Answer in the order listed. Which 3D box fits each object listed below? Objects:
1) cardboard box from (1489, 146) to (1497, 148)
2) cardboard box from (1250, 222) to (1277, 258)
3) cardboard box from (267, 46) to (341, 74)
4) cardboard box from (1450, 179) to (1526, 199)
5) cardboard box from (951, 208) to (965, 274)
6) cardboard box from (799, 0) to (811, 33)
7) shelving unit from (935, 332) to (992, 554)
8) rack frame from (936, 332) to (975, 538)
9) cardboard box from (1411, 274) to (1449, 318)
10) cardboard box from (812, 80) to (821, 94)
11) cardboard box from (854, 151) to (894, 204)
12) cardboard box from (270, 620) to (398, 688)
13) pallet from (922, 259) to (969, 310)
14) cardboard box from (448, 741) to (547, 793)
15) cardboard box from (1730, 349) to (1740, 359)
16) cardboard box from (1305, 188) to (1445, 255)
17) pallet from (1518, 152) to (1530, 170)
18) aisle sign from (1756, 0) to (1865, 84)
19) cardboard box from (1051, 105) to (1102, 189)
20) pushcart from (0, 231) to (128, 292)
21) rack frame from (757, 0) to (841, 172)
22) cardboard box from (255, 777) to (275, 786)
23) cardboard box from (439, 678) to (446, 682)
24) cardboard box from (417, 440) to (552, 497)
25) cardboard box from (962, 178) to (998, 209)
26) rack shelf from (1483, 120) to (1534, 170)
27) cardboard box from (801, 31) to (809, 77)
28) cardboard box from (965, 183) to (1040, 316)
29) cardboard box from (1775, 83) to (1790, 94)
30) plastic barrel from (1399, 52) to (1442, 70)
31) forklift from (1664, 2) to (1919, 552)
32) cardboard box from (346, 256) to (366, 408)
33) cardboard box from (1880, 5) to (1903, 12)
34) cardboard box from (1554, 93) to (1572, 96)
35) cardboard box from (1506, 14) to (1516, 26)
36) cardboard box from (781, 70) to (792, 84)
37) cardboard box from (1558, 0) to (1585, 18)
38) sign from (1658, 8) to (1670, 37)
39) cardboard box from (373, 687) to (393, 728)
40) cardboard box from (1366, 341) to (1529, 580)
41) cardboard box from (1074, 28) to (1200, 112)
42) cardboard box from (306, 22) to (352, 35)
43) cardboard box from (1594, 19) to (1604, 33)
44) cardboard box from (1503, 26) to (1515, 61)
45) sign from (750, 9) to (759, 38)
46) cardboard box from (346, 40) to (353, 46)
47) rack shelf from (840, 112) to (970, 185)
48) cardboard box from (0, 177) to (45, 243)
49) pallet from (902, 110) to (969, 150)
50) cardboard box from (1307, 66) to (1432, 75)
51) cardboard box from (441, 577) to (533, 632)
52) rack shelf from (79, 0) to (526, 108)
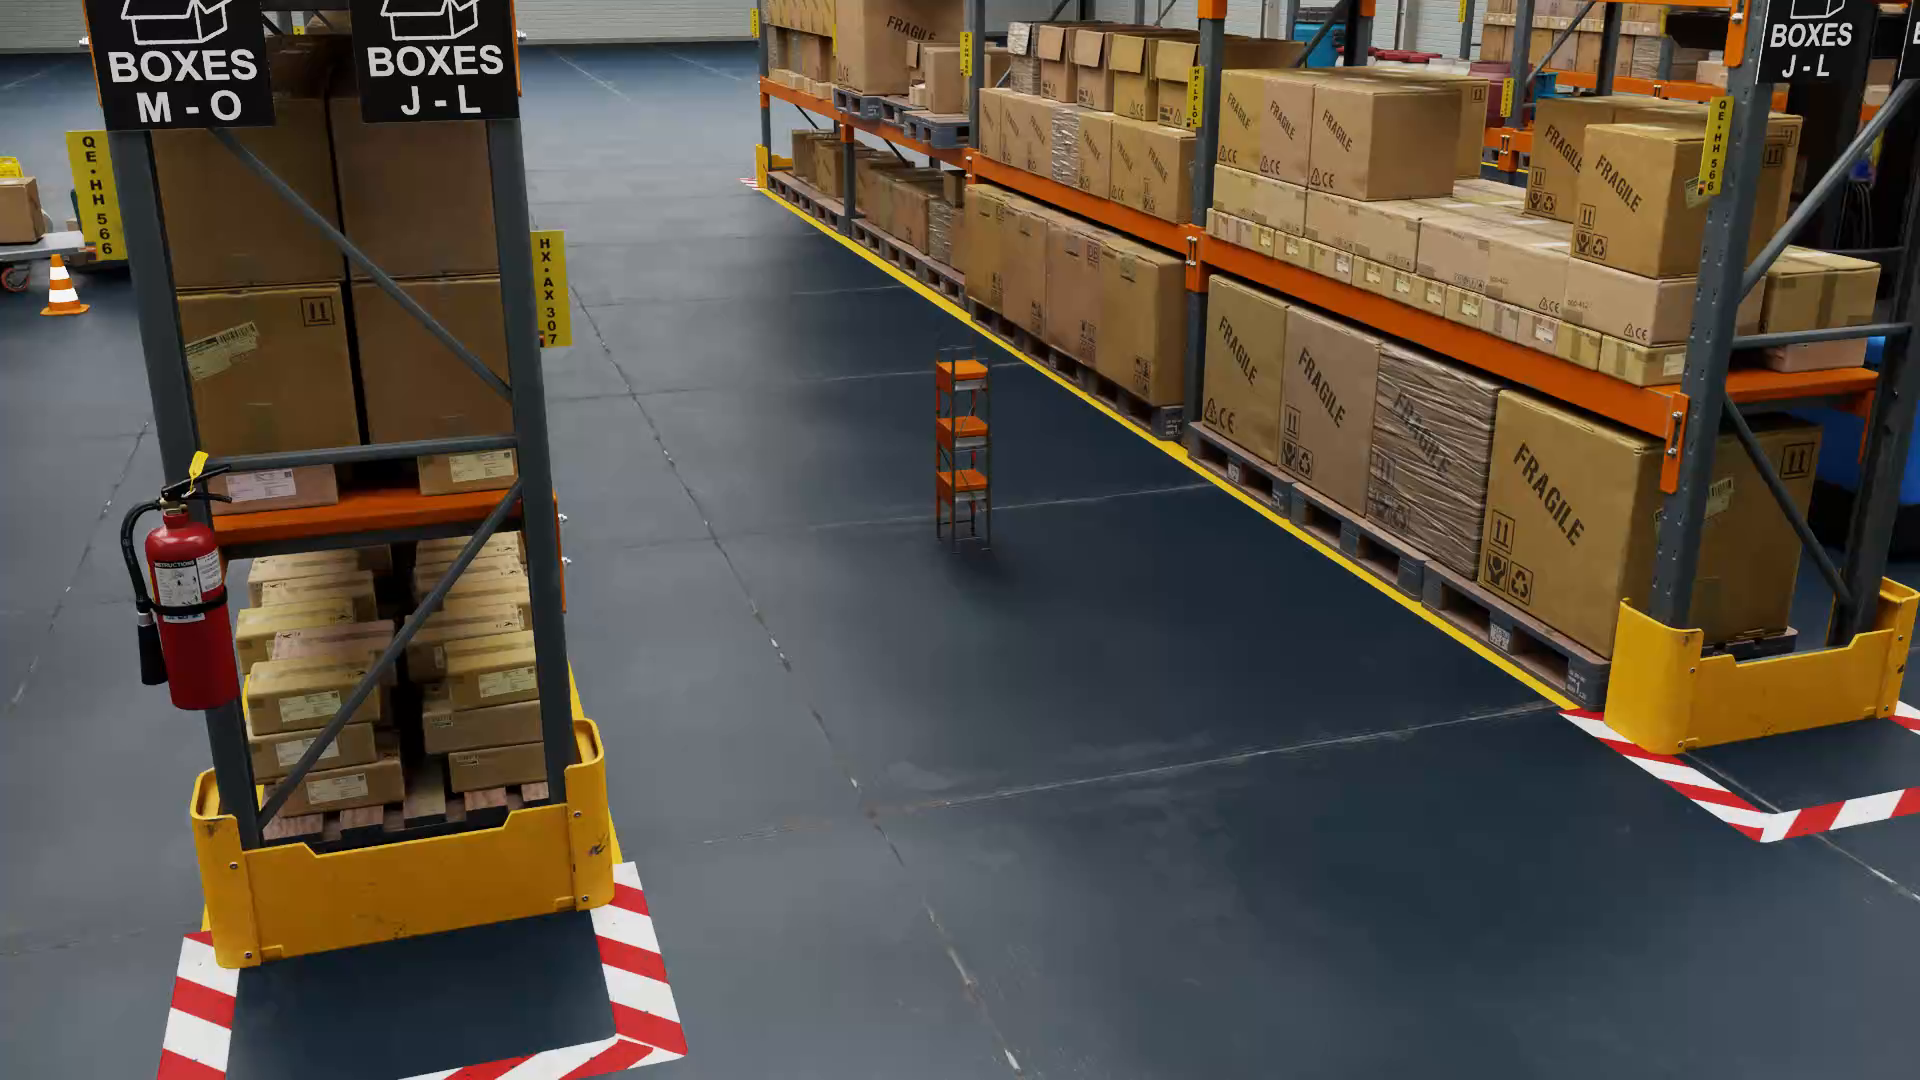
[{"bbox_3d":[7.573,-5.463,22.634,0.500,0.250,0.500,-6,21,-17],"label":"cardboard box"},{"bbox_3d":[1.764,-1.596,8.793,0.380,0.149,0.250,-6,21,-15],"label":"cardboard box"},{"bbox_3d":[-2.703,-1.675,6.577,0.500,0.500,0.500,-6,21,-16],"label":"cardboard box"},{"bbox_3d":[2.534,-1.639,8.323,0.500,0.250,0.500,-6,21,-16],"label":"cardboard box"},{"bbox_3d":[0.334,-2.540,14.097,0.700,0.500,0.500,-8,21,-20],"label":"cardboard box"},{"bbox_3d":[-1.411,-5.674,17.708,0.500,0.500,0.500,-6,21,-17],"label":"cardboard box"},{"bbox_3d":[0.017,-0.477,8.191,0.215,1.050,0.252,-6,21,-17],"label":"shelving unit"},{"bbox_3d":[-0.022,-0.516,8.300,0.200,1.050,0.008,-6,21,-17],"label":"rack frame"},{"bbox_3d":[2.249,-1.101,7.416,0.380,0.149,0.250,-6,21,-17],"label":"cardboard box"},{"bbox_3d":[-1.386,-4.906,18.009,0.380,0.149,0.250,-6,21,-17],"label":"cardboard box"},{"bbox_3d":[-0.969,-3.917,17.961,0.500,0.500,0.500,0,20,0],"label":"cardboard box"},{"bbox_3d":[-2.094,0.400,5.582,0.380,0.149,0.250,-6,21,-16],"label":"cardboard box"},{"bbox_3d":[0.319,-2.235,14.327,1.003,0.211,1.213,-6,21,-17],"label":"pallet"},{"bbox_3d":[-1.523,0.707,5.606,0.380,0.149,0.250,-6,21,-16],"label":"cardboard box"},{"bbox_3d":[3.198,-0.842,6.695,0.380,0.149,0.250,-7,21,-18],"label":"cardboard box"},{"bbox_3d":[2.040,-1.578,8.154,0.500,0.250,0.500,-6,21,-16],"label":"cardboard box"},{"bbox_3d":[8.114,-4.971,21.944,1.003,0.211,1.213,-6,21,-17],"label":"pallet"},{"bbox_3d":[2.816,-1.898,5.417,0.394,0.787,0.004,-6,21,-17],"label":"aisle sign"},{"bbox_3d":[0.942,-2.669,11.261,0.500,0.500,0.500,-6,21,-17],"label":"cardboard box"},{"bbox_3d":[-7.953,-2.551,14.961,1.648,0.377,0.936,-15,25,-36],"label":"pushcart"},{"bbox_3d":[-1.951,-5.864,20.304,1.000,3.000,0.127,-6,21,-17],"label":"rack frame"},{"bbox_3d":[-2.203,0.691,5.652,0.380,0.149,0.250,-6,21,-16],"label":"cardboard box"},{"bbox_3d":[-1.616,0.480,5.798,0.380,0.149,0.250,-6,21,-17],"label":"cardboard box"},{"bbox_3d":[-1.453,-0.255,5.061,0.380,0.149,0.250,-7,21,-18],"label":"cardboard box"},{"bbox_3d":[0.324,-2.892,13.968,0.500,0.250,0.500,-6,20,-15],"label":"cardboard box"},{"bbox_3d":[4.637,-4.126,16.530,1.077,0.370,4.000,-6,21,-17],"label":"rack shelf"},{"bbox_3d":[-1.271,-5.397,18.417,0.875,0.500,0.500,-6,21,-17],"label":"cardboard box"},{"bbox_3d":[0.761,-2.270,12.822,1.225,0.875,0.875,-7,21,-20],"label":"cardboard box"},{"bbox_3d":[9.261,-5.100,18.031,0.500,0.500,0.500,-6,21,-17],"label":"cardboard box"},{"bbox_3d":[4.467,-4.466,16.211,0.433,0.535,0.433,0,20,0],"label":"plastic barrel"},{"bbox_3d":[4.445,-1.785,9.050,1.130,2.935,3.031,-7,21,-19],"label":"forklift"},{"bbox_3d":[-2.205,-0.704,5.352,0.500,0.500,0.500,-7,21,-18],"label":"cardboard box"},{"bbox_3d":[12.661,-6.892,22.250,0.500,0.500,0.500,-7,21,-19],"label":"cardboard box"},{"bbox_3d":[7.740,-5.656,22.064,0.500,0.500,0.500,-6,21,-17],"label":"cardboard box"},{"bbox_3d":[7.536,-6.954,22.232,0.380,0.149,0.250,-6,21,-17],"label":"cardboard box"},{"bbox_3d":[-1.865,-5.387,19.347,0.380,0.149,0.250,-6,21,-17],"label":"cardboard box"},{"bbox_3d":[8.093,-6.914,21.161,0.700,0.500,0.500,-6,21,-17],"label":"cardboard box"},{"bbox_3d":[8.185,-6.017,19.332,0.100,0.325,0.005,-6,21,-17],"label":"sign"},{"bbox_3d":[-2.130,0.541,5.629,0.380,0.149,0.250,-7,21,-18],"label":"cardboard box"},{"bbox_3d":[2.515,-0.416,7.658,0.875,0.875,0.875,-6,21,-17],"label":"cardboard box"},{"bbox_3d":[1.197,-3.155,11.132,0.797,0.503,0.637,-6,21,-15],"label":"cardboard box"},{"bbox_3d":[-4.308,-3.465,11.998,0.700,0.500,0.500,-7,21,-17],"label":"cardboard box"},{"bbox_3d":[8.105,-6.375,20.620,0.380,0.149,0.250,-6,21,-17],"label":"cardboard box"},{"bbox_3d":[7.759,-6.643,22.326,0.700,0.500,0.500,-6,21,-16],"label":"cardboard box"},{"bbox_3d":[-2.466,-6.213,19.997,0.100,0.325,0.005,-6,21,-17],"label":"sign"},{"bbox_3d":[-2.348,-1.888,7.169,0.500,0.500,0.500,-7,21,-19],"label":"cardboard box"},{"bbox_3d":[-0.065,-3.600,15.065,1.077,0.370,4.000,-6,21,-17],"label":"rack shelf"},{"bbox_3d":[-8.421,-2.906,14.647,0.500,0.500,0.500,-6,21,-17],"label":"cardboard box"},{"bbox_3d":[0.238,-3.423,13.794,1.213,0.211,1.003,-6,21,-17],"label":"pallet"},{"bbox_3d":[2.219,-2.316,9.100,0.500,0.500,0.500,-6,21,-16],"label":"cardboard box"},{"bbox_3d":[-1.663,0.255,5.985,0.380,0.149,0.250,-6,21,-17],"label":"cardboard box"},{"bbox_3d":[-2.291,-1.950,6.034,1.077,0.370,4.000,-6,21,-17],"label":"rack shelf"}]
